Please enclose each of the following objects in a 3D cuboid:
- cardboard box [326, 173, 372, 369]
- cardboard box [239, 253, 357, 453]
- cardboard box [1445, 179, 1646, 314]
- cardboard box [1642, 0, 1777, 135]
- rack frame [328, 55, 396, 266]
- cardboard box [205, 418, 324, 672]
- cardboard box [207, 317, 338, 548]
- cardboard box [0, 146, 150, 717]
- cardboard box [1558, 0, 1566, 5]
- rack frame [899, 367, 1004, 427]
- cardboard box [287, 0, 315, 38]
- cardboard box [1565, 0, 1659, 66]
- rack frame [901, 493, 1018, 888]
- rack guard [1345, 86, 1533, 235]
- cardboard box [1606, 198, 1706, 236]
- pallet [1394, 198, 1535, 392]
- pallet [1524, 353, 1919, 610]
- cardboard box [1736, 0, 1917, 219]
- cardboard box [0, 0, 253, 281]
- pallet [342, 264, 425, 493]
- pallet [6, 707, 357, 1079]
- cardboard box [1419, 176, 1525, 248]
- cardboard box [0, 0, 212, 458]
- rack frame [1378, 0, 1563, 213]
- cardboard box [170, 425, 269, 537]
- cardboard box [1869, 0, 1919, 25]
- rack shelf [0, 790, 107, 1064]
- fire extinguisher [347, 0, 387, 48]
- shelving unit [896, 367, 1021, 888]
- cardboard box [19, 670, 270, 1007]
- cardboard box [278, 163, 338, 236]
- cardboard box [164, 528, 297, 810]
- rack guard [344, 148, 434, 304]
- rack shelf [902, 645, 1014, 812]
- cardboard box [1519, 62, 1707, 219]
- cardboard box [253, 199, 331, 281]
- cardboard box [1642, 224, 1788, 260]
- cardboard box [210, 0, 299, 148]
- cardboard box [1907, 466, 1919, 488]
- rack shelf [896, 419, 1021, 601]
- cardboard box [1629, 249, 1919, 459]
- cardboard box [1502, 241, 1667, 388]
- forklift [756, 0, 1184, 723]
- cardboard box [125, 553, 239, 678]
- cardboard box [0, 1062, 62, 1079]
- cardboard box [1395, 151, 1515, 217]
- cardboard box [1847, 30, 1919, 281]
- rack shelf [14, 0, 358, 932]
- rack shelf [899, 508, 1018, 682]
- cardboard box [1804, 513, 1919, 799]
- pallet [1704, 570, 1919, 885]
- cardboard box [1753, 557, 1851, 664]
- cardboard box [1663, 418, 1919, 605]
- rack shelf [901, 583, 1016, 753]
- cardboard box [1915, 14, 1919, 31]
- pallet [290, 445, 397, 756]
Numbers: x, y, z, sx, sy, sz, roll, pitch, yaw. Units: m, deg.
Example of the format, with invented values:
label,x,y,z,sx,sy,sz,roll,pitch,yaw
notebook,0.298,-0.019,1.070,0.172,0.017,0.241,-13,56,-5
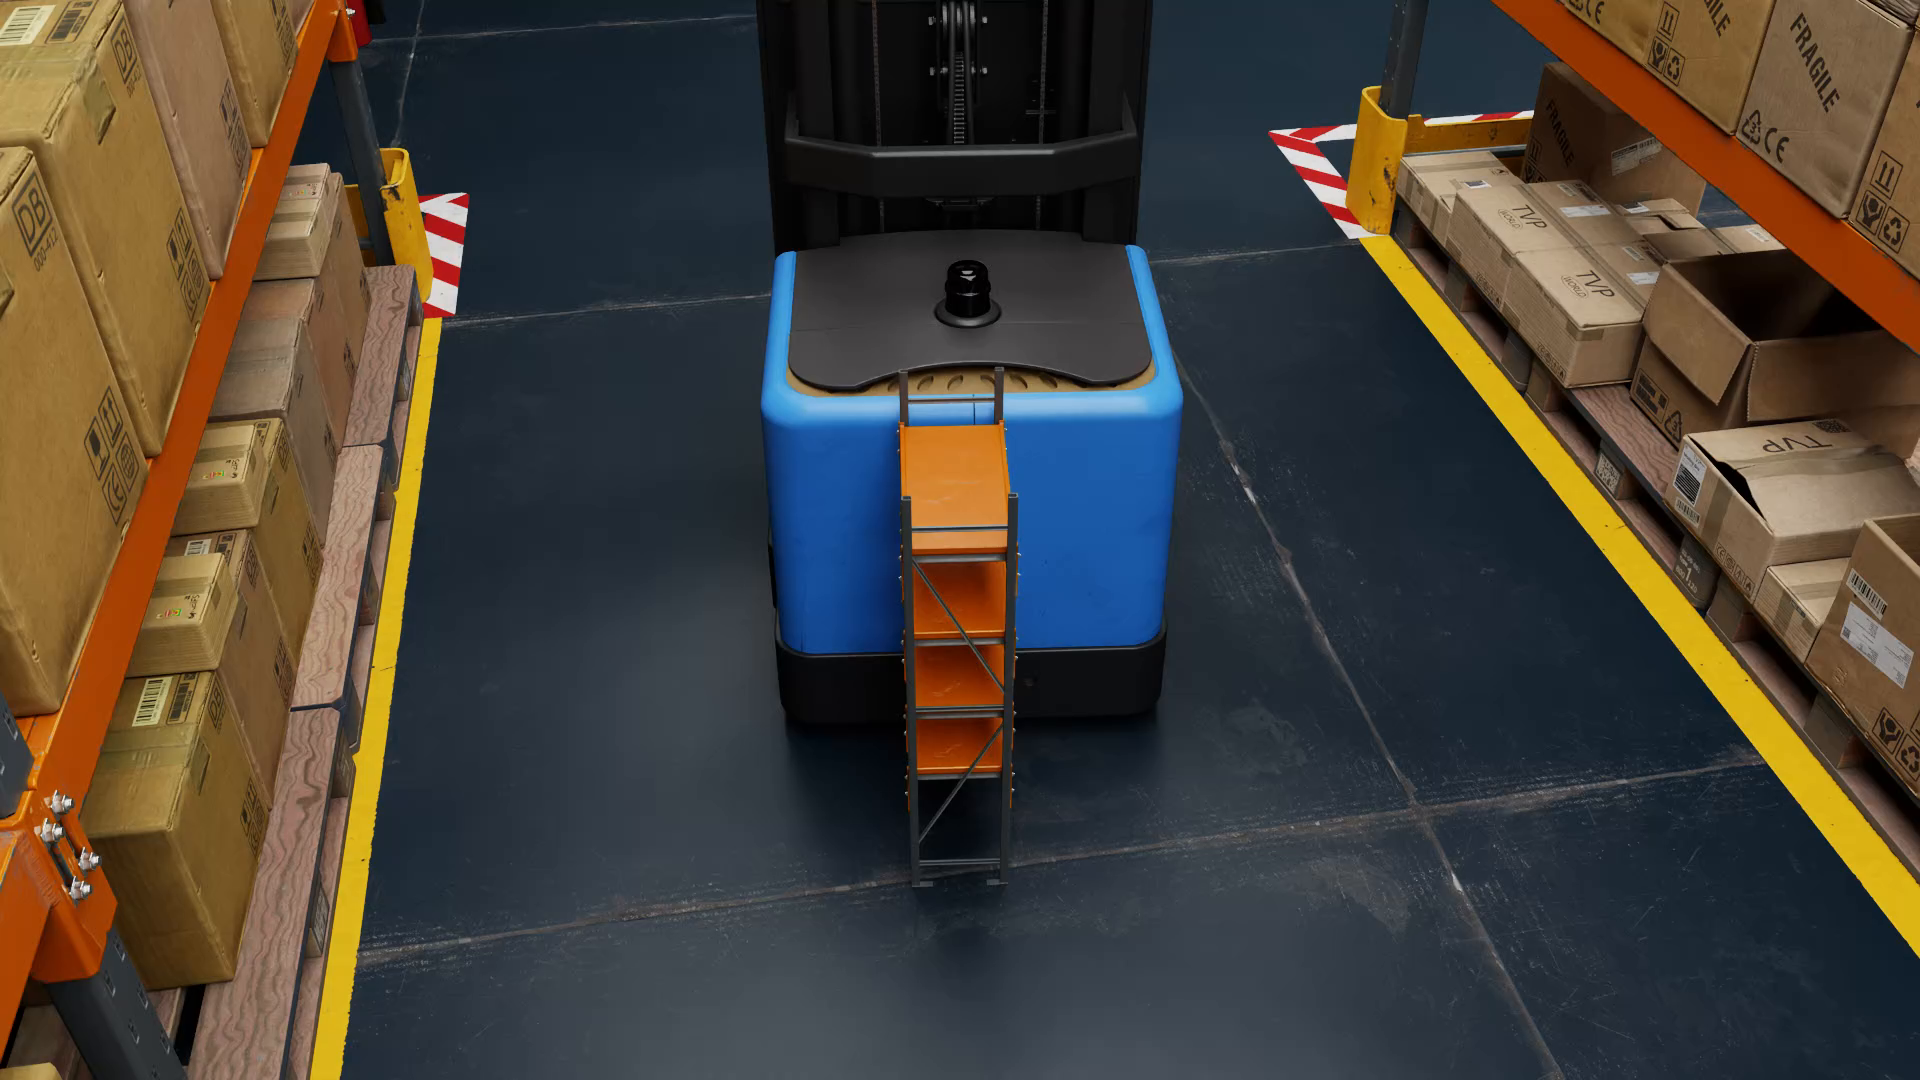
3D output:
label,x,y,z,sx,sy,sz,roll,pitch,yaw
cardboard box,-2.431,-0.883,5.637,0.700,0.500,0.500,-6,38,-8
cardboard box,-2.344,-0.581,5.248,0.700,0.500,0.500,-6,38,-8
cardboard box,2.127,-1.078,6.076,0.500,0.250,0.500,-6,38,-8
cardboard box,2.309,-1.478,4.626,0.500,0.500,0.500,-6,38,-7
rack frame,-2.653,-2.116,5.529,1.000,3.000,0.127,-6,38,-8
cardboard box,-2.154,0.044,4.443,0.700,0.500,0.500,-5,38,-7
cardboard box,-2.255,-0.277,4.857,0.700,0.500,0.500,-7,38,-9
cardboard box,-2.030,-0.148,2.751,0.980,0.700,0.700,-6,38,-7
cardboard box,2.137,-2.084,5.405,0.500,0.500,0.500,-7,38,-8
rack frame,-0.020,0.085,4.162,0.240,1.200,0.015,-1,38,-2
cardboard box,-2.553,-1.928,5.042,0.980,0.700,0.700,-5,38,-6
cardboard box,2.223,-1.780,5.015,0.500,0.500,0.500,-6,38,-8
rack frame,0.000,0.384,3.777,0.240,1.200,0.015,-1,38,-2
rack guard,2.237,-1.618,6.926,1.175,0.500,0.348,-6,38,-8
cardboard box,2.544,-1.150,6.236,0.380,0.166,0.250,-6,38,-8
pallet,2.378,-1.023,6.395,1.003,0.211,1.213,-6,38,-8
pallet,2.588,-0.288,5.448,1.003,0.211,1.213,-6,38,-8
cardboard box,2.401,-1.171,4.230,0.500,0.500,0.500,-5,38,-7
cardboard box,-2.290,-1.028,3.884,0.980,0.700,0.700,-8,39,-10
pallet,-2.435,-0.541,5.774,1.003,0.211,1.213,-6,38,-8
pallet,-2.008,0.933,3.877,1.003,0.211,1.213,-6,38,-8
cardboard box,2.003,-1.266,6.385,0.380,0.166,0.250,-6,38,-8
cardboard box,-2.153,-0.590,3.320,0.980,0.700,0.700,-7,38,-9
rack frame,2.224,-2.652,6.218,1.000,3.000,0.127,-6,38,-8
cardboard box,-1.954,-0.140,4.151,0.380,0.149,0.250,-7,38,-9
cardboard box,2.401,-1.561,3.918,0.500,0.500,0.500,-6,38,-8
rack shelf,-1.601,1.792,1.085,1.077,0.370,4.000,-6,38,-8
fire extinguisher,-2.225,-2.079,5.849,0.296,0.674,0.183,-6,38,-8
shelving unit,-0.010,0.235,3.970,0.258,1.200,0.503,-1,38,-2
cardboard box,-1.982,0.658,3.653,0.700,0.500,0.500,-6,38,-7
cardboard box,-2.230,-1.081,5.363,0.380,0.149,0.250,-7,38,-8
cardboard box,-2.066,0.354,4.044,0.700,0.500,0.500,-7,38,-8
rack guard,-2.657,-1.144,6.315,1.175,0.500,0.348,-6,38,-8
rack shelf,-0.010,0.445,4.133,0.258,0.148,0.480,-1,38,-2
cardboard box,2.561,-1.536,6.461,0.500,0.500,0.500,-6,38,-8
cardboard box,-2.184,-0.927,5.165,0.380,0.149,0.250,-5,38,-7
cardboard box,2.698,-0.860,5.795,0.500,0.250,0.500,-6,38,-8
cardboard box,-2.415,-1.490,4.478,0.980,0.700,0.700,-7,38,-8
cardboard box,2.903,-0.089,4.870,0.380,0.166,0.250,-6,38,-8
rack shelf,-0.010,-0.075,3.729,0.258,0.148,0.480,-1,38,-2
cardboard box,2.590,-0.558,5.199,0.797,0.503,0.637,-6,38,-8
cardboard box,2.215,-0.776,5.687,0.500,0.250,0.500,-6,38,-8
forklift,-0.025,-1.543,4.847,1.130,2.935,3.031,-1,38,-2
cardboard box,-1.862,0.175,3.746,0.380,0.149,0.250,-5,38,-6
cardboard box,-1.709,1.361,2.463,0.750,0.750,0.750,-6,38,-7
cardboard box,1.959,-1.410,6.585,0.380,0.149,0.250,-6,38,-8
cardboard box,2.493,-0.861,3.831,0.500,0.500,0.500,-5,38,-7
rack shelf,-2.302,-0.624,4.195,1.077,0.370,4.000,-6,38,-8
rack shelf,-0.010,0.111,3.874,0.258,0.148,0.480,-1,38,-2
cardboard box,2.546,0.264,4.144,0.500,0.500,0.500,-6,38,-8
pallet,2.805,0.451,4.498,1.003,0.211,1.213,-6,38,-8
cardboard box,2.421,0.183,4.535,0.380,0.149,0.250,-6,38,-8
cardboard box,2.414,-0.114,4.785,0.500,0.311,0.500,-6,38,-8
rack shelf,-0.010,0.288,4.011,0.258,0.148,0.480,-1,38,-2
cardboard box,2.489,-1.257,3.526,0.500,0.500,0.500,-7,38,-9
pallet,-2.225,0.195,4.827,1.003,0.211,1.213,-6,38,-8
